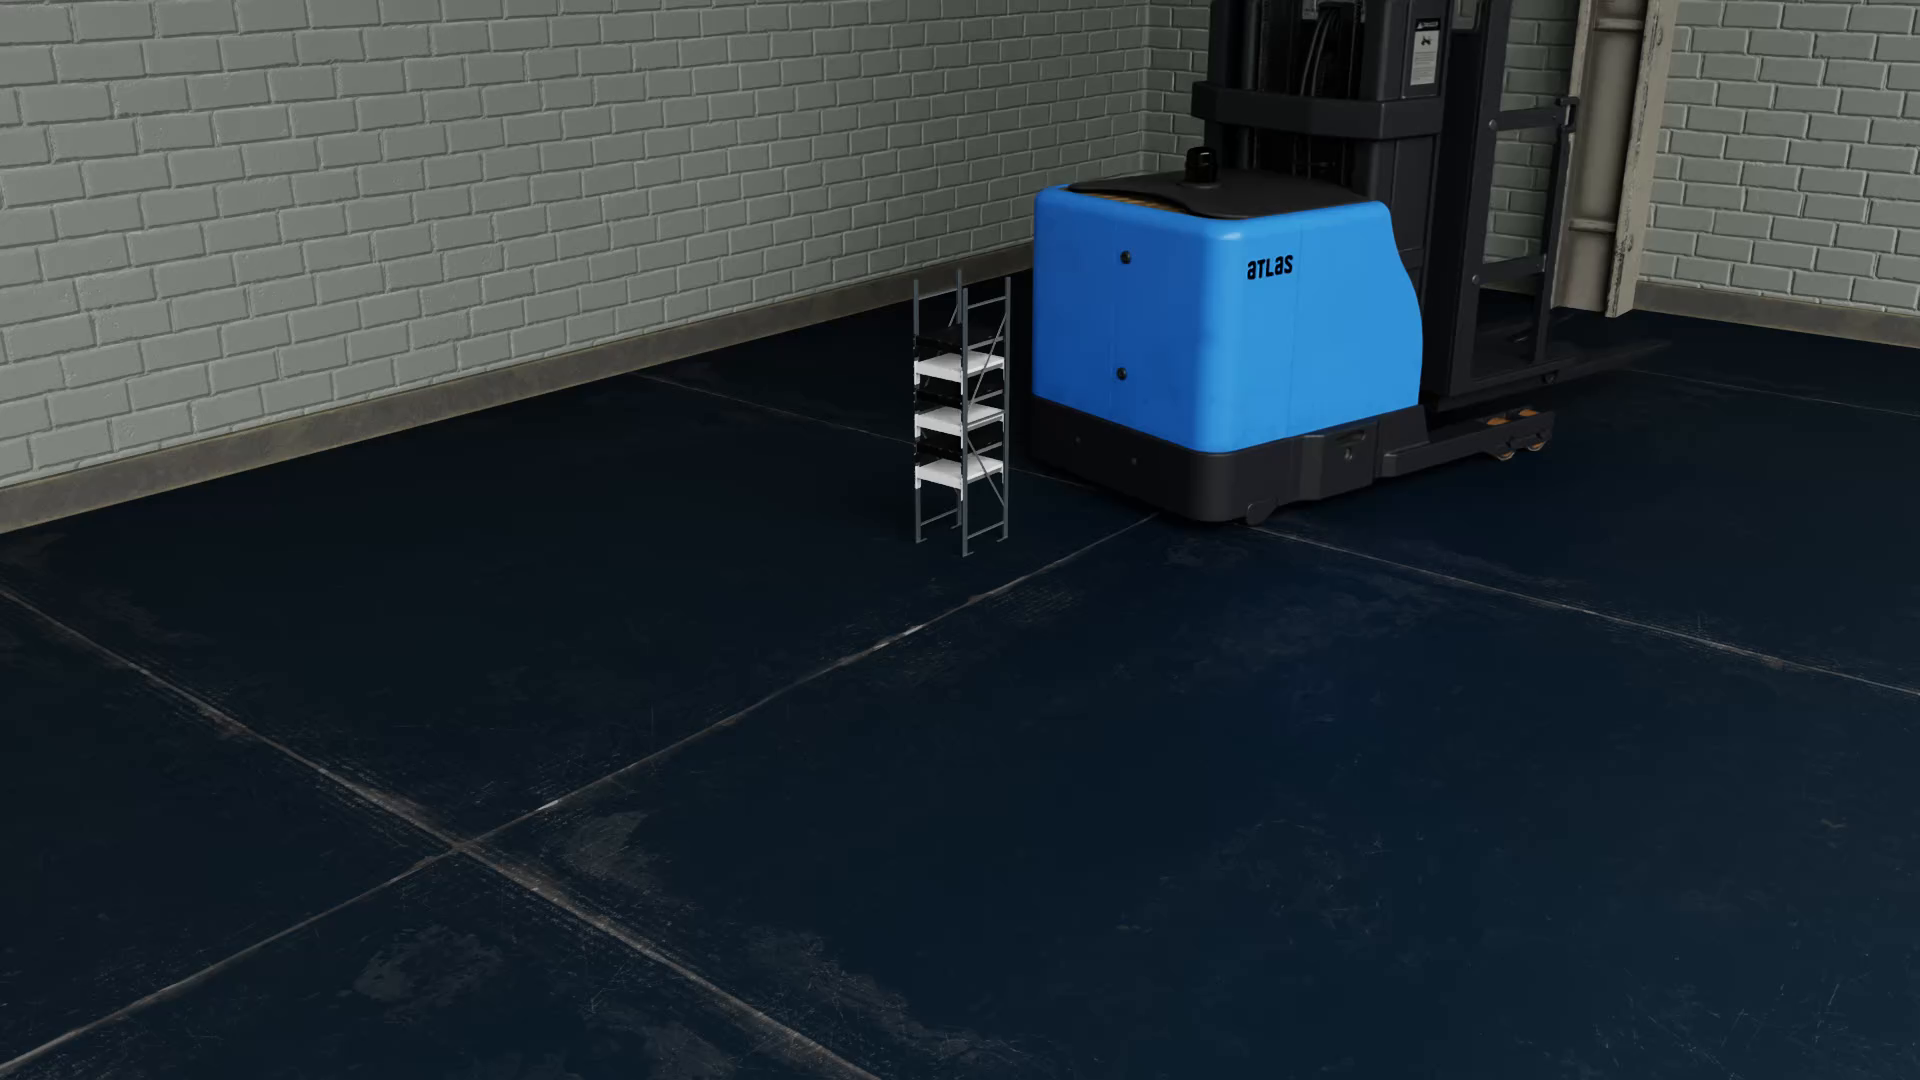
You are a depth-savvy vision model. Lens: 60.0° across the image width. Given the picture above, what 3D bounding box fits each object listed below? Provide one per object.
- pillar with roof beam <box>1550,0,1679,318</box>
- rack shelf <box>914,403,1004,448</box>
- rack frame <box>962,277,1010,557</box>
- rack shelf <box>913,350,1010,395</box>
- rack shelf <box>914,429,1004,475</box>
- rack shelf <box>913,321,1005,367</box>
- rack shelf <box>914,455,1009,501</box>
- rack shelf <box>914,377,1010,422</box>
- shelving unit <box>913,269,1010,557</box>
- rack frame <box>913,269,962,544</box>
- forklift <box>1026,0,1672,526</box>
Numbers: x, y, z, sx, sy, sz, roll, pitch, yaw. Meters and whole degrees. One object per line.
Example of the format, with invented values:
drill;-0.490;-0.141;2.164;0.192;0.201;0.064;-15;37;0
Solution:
pillar with roof beam;0.678;-4.294;4.301;0.400;9.000;9.100;16;26;36
rack shelf;0.006;-0.388;5.516;0.200;0.077;0.258;16;26;36
rack frame;0.085;-0.397;5.444;0.006;0.900;0.240;16;26;36
rack shelf;0.006;-0.556;5.453;0.200;0.077;0.258;16;26;36
rack shelf;0.006;-0.304;5.548;0.200;0.077;0.258;16;26;36
rack shelf;0.006;-0.641;5.421;0.200;0.077;0.258;16;26;36
rack shelf;0.006;-0.220;5.580;0.200;0.077;0.258;16;26;36
rack shelf;0.006;-0.472;5.485;0.200;0.077;0.258;16;26;36
shelving unit;0.006;-0.419;5.505;0.210;0.900;0.258;16;26;36
rack frame;-0.072;-0.442;5.565;0.006;0.900;0.240;16;26;36
forklift;1.740;-1.816;6.329;3.031;2.935;1.130;-15;25;-34
